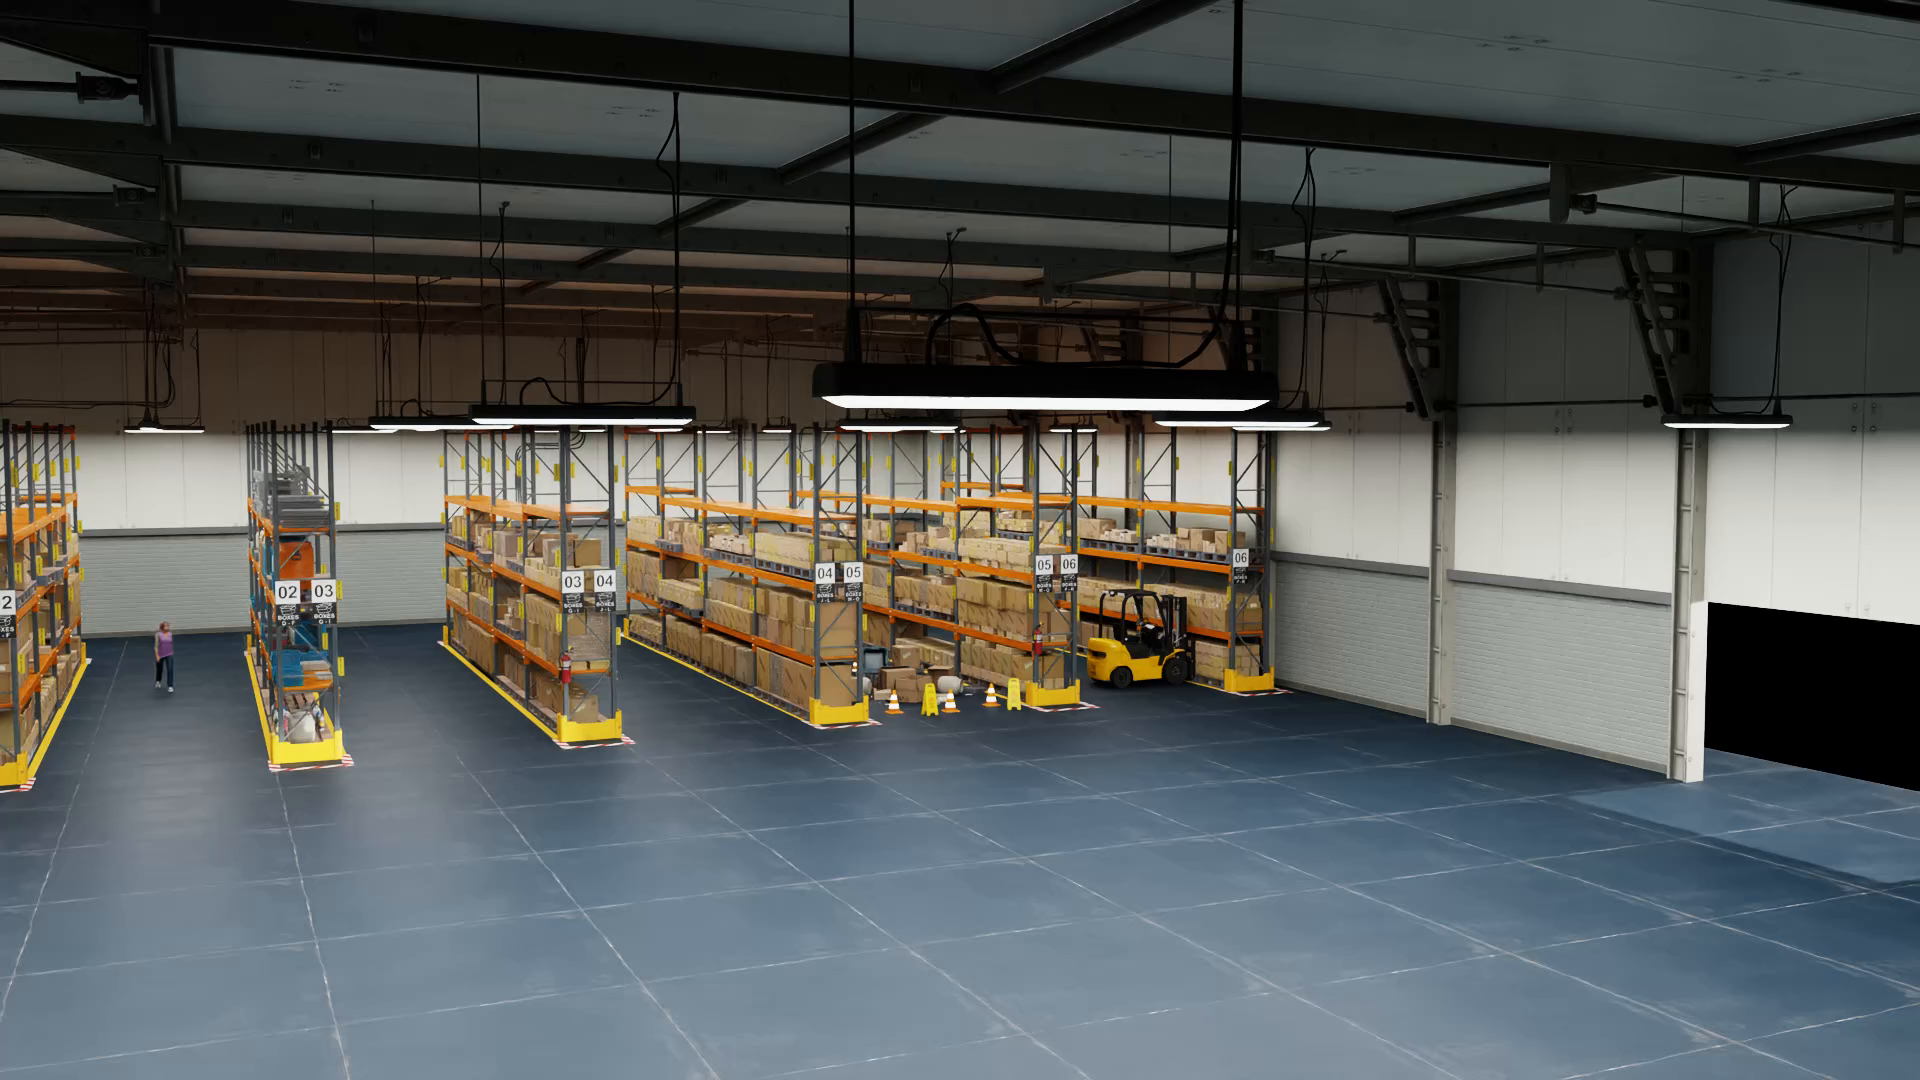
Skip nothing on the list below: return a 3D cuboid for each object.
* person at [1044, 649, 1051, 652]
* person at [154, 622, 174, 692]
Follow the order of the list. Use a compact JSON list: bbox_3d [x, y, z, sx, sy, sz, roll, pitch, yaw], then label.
[{"bbox_3d":[2.036,2.403,39.825,0.529,1.768,0.613,-2,4,-29],"label":"person"},{"bbox_3d":[-17.857,2.604,37.281,0.396,1.536,0.888,-2,4,-33],"label":"person"}]
